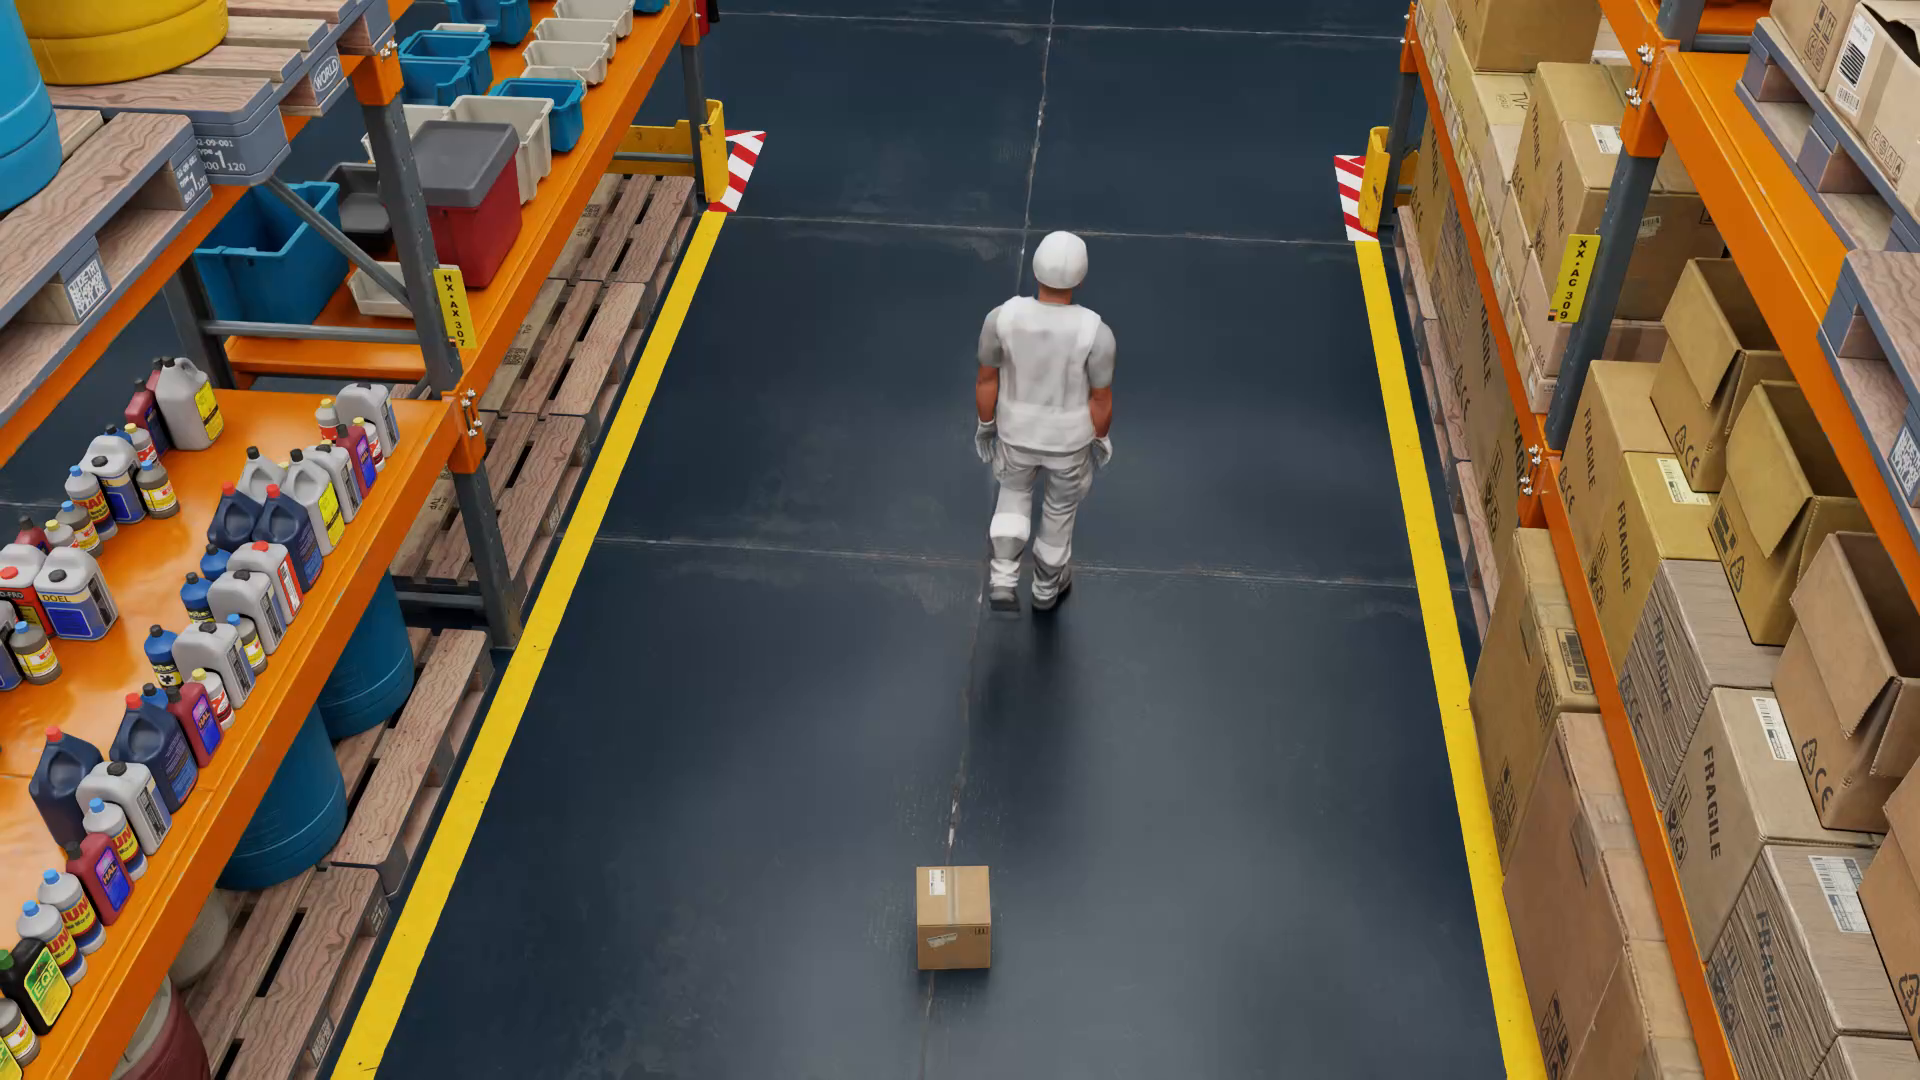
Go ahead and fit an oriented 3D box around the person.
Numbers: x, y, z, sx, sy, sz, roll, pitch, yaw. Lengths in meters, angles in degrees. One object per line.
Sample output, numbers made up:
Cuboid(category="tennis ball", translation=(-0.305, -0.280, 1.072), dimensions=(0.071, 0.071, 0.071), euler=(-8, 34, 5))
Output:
Cuboid(category="person", translation=(0.319, -0.395, 6.574), dimensions=(0.546, 1.781, 0.569), euler=(11, 41, 13))
